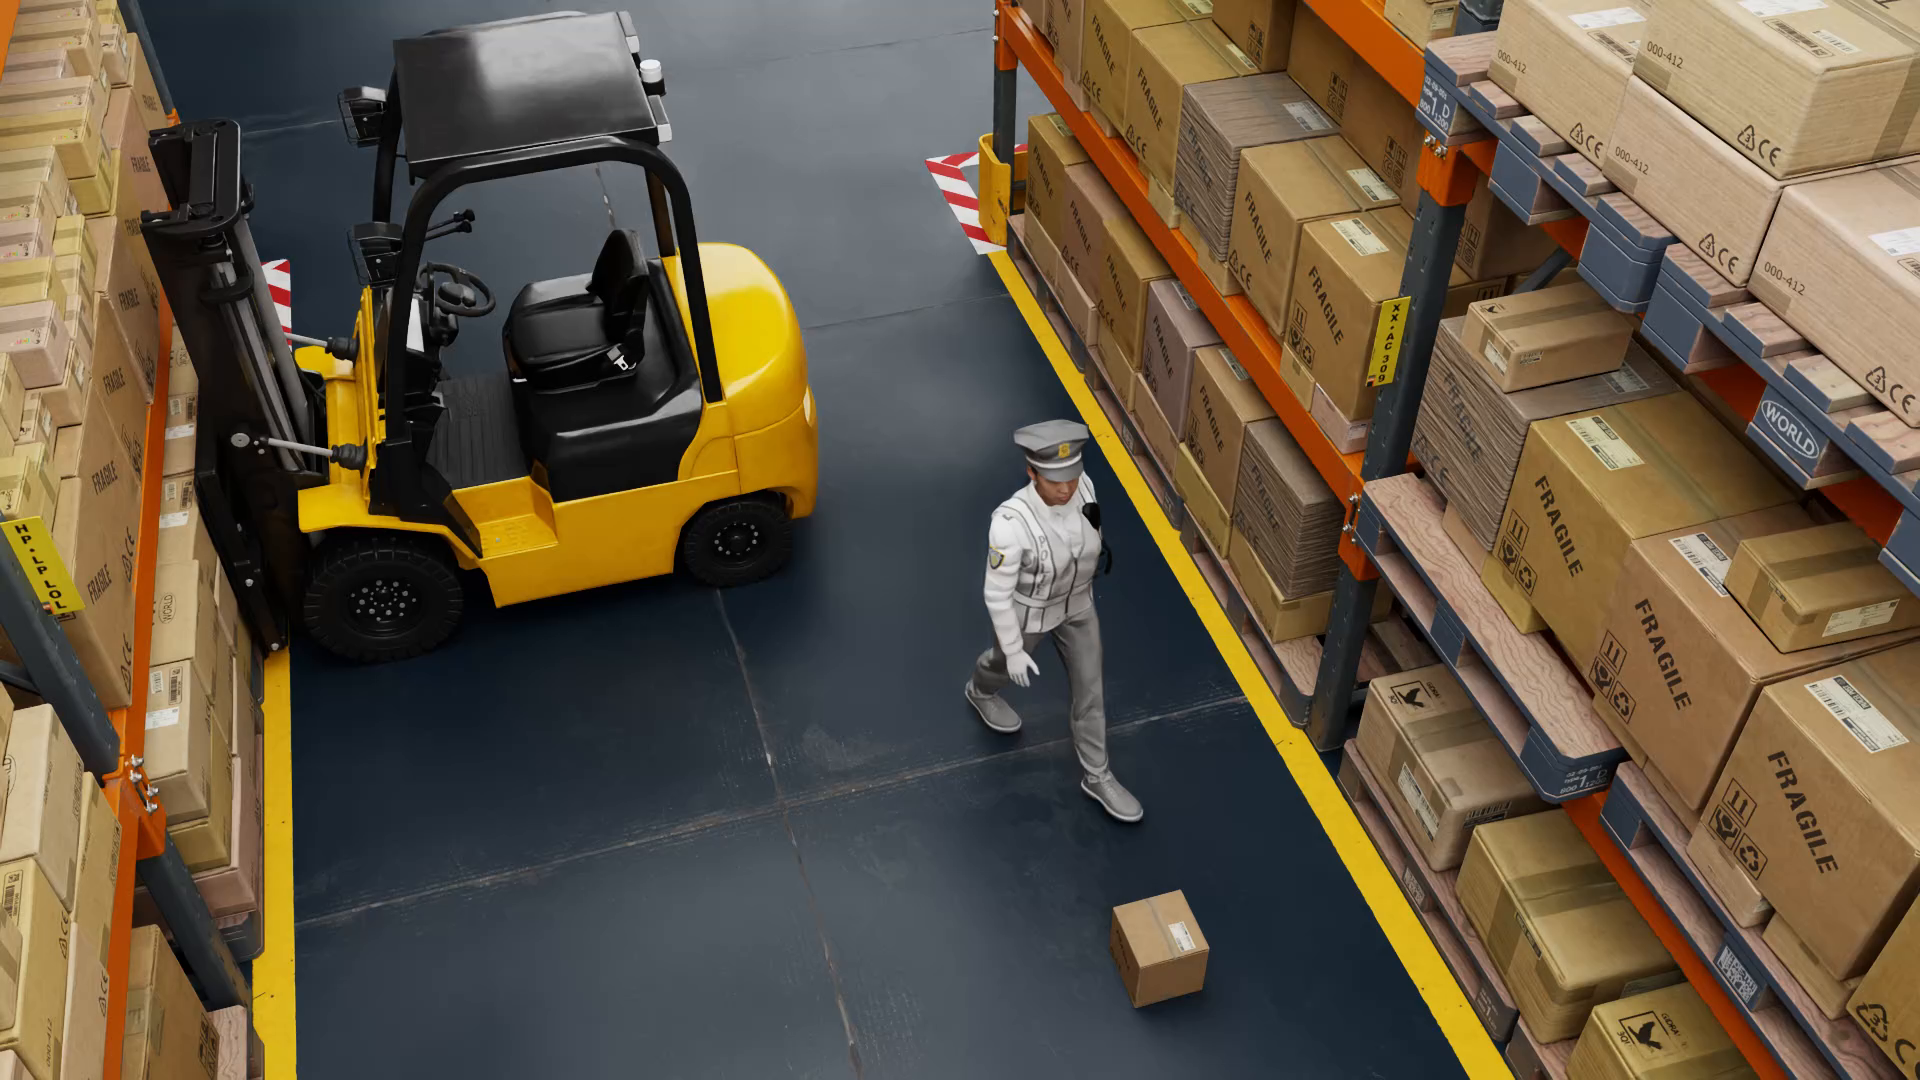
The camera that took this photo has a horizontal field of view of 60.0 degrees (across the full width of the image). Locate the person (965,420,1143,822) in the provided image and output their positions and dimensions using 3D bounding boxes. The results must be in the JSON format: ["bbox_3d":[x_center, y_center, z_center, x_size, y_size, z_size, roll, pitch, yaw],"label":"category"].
[{"bbox_3d":[0.311,0.258,5.861,0.514,1.641,0.905,-25,48,-24],"label":"person"}]
